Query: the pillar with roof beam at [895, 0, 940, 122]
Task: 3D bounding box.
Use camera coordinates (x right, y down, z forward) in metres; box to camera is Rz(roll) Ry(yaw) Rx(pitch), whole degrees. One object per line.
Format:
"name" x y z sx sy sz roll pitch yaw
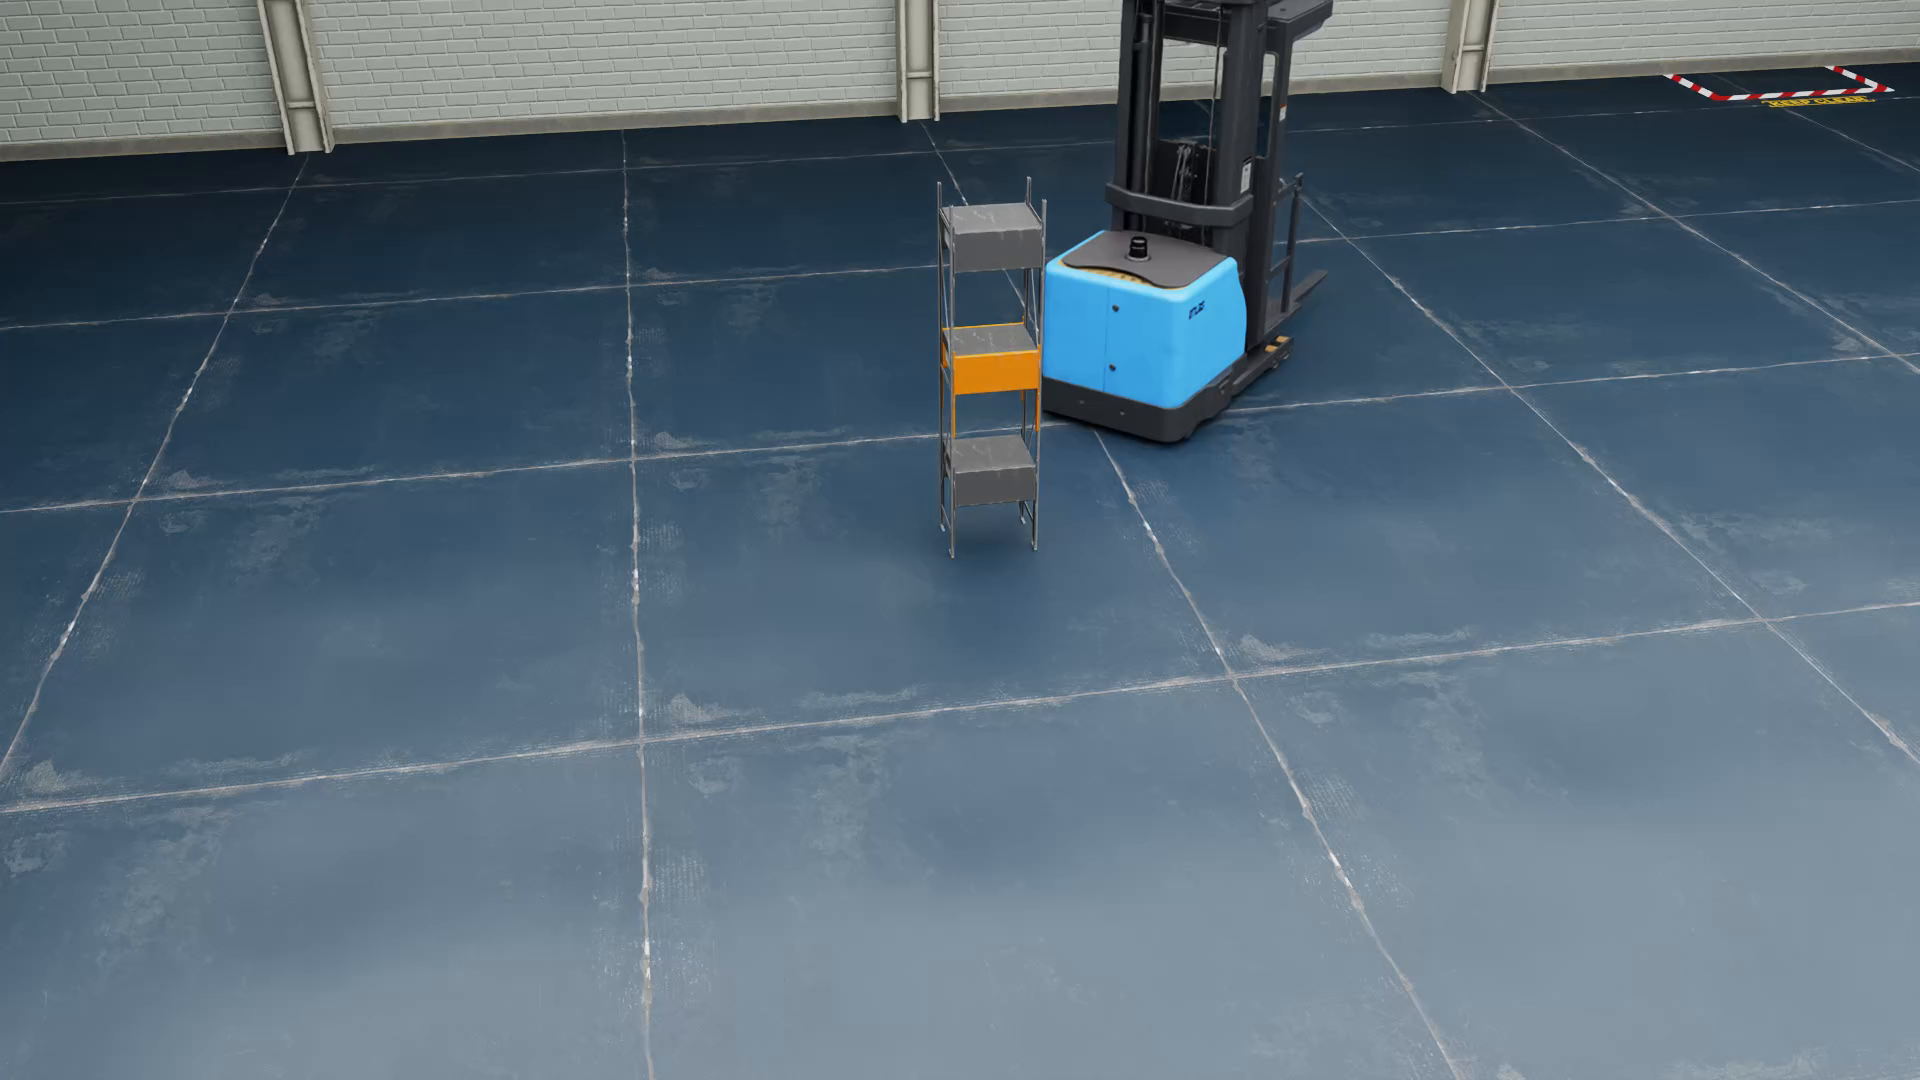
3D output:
"pillar with roof beam" 0.345 -6.101 11.248 0.400 9.000 9.100 -5 31 -9

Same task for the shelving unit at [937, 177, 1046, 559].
"shelving unit" 0.163 -0.920 9.243 0.503 2.100 0.431 -5 31 -9

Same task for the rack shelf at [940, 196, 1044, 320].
"rack shelf" 0.163 -1.512 8.896 0.480 0.518 0.431 -5 31 -9

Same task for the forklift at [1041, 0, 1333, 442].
"forklift" 1.744 -2.597 11.274 1.130 2.935 3.031 18 35 28

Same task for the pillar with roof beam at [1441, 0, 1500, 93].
"pillar with roof beam" 6.247 -6.649 12.180 0.400 9.000 9.100 -5 31 -9

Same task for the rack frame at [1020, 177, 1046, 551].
"rack frame" 0.403 -0.943 9.281 0.015 2.100 0.400 -5 31 -9

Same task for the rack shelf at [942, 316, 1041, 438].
"rack shelf" 0.163 -0.908 9.250 0.480 0.518 0.431 -5 31 -9

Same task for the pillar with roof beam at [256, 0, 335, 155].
"pillar with roof beam" -5.557 -5.553 10.316 0.400 9.000 9.100 -5 31 -9

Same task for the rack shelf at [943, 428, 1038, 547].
"rack shelf" 0.163 -0.305 9.605 0.480 0.518 0.431 -5 31 -9

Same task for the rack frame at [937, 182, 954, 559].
"rack frame" -0.077 -0.898 9.206 0.015 2.100 0.400 -5 31 -9
